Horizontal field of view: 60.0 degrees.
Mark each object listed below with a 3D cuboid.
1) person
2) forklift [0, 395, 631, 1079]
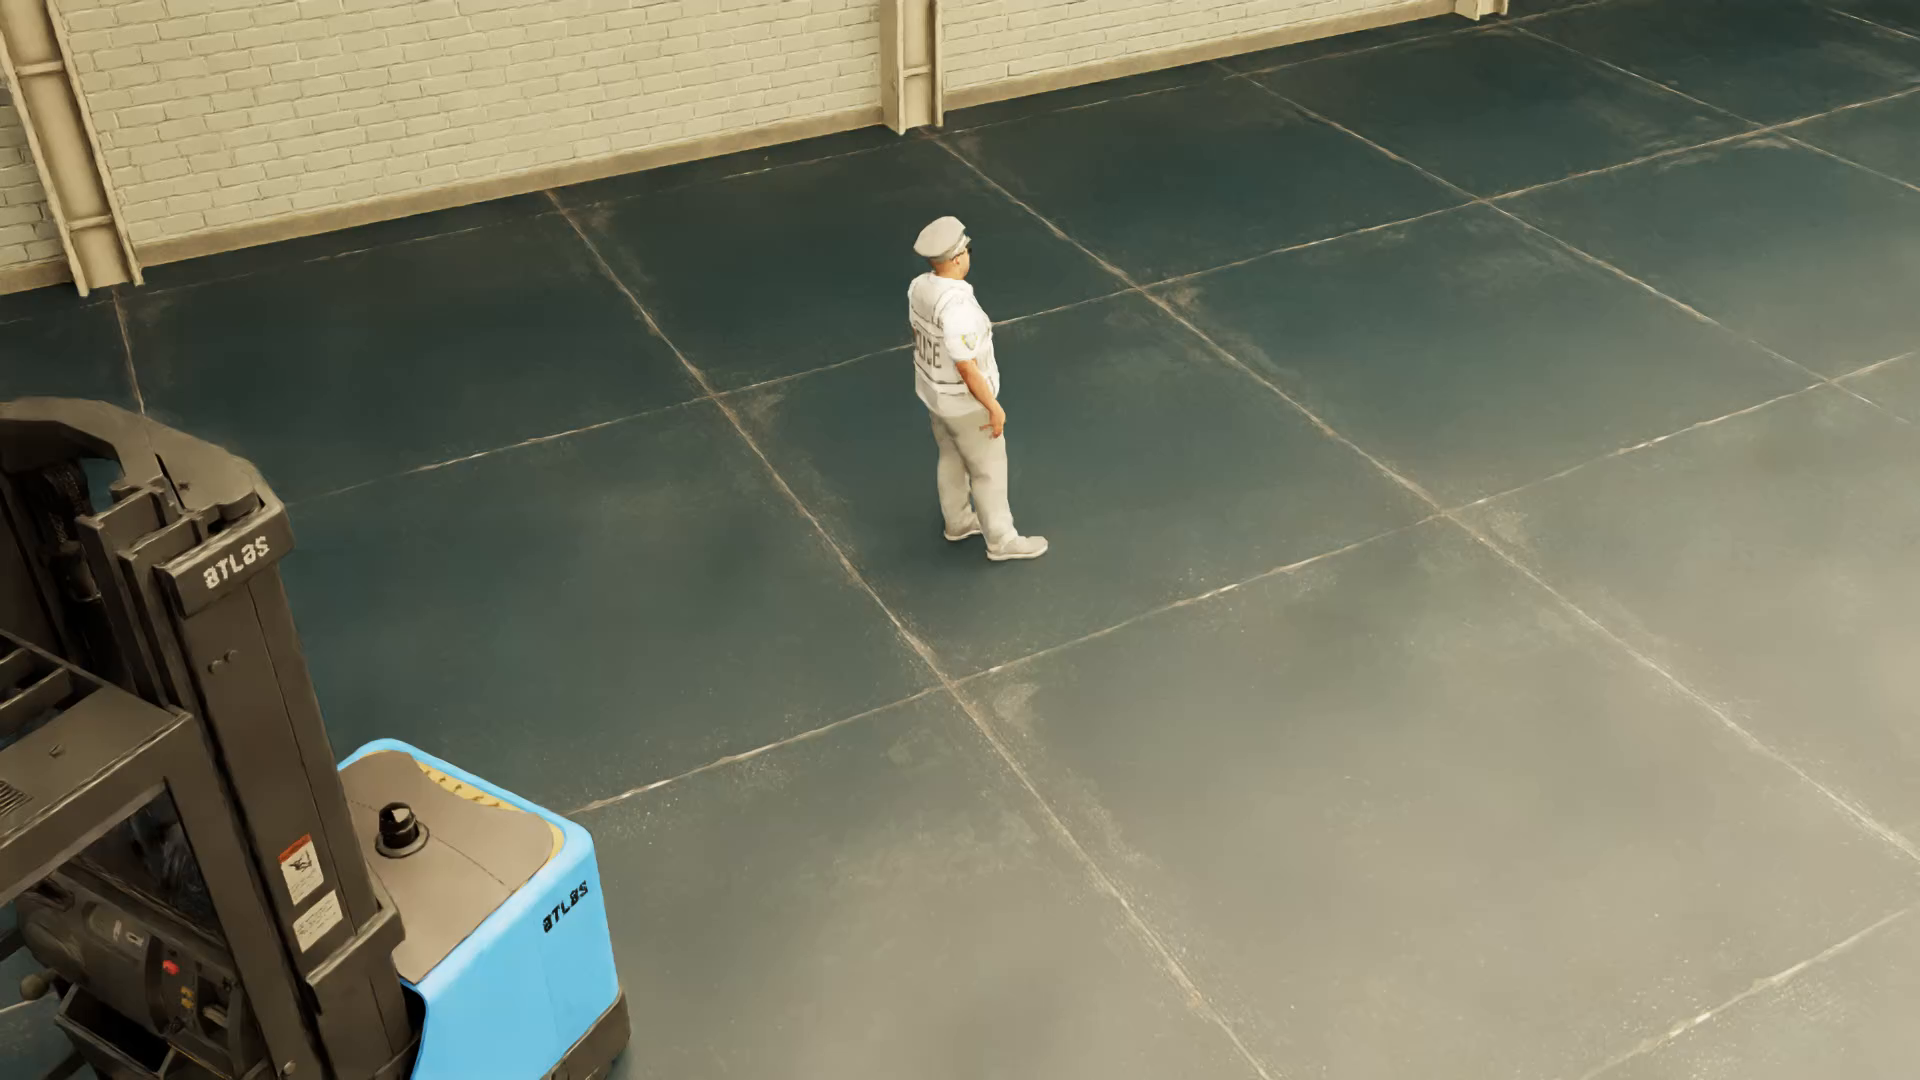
[{"bbox_3d":[0.074,-0.749,8.165,0.574,1.781,0.640,-17,39,-23],"label":"person"},{"bbox_3d":[-2.368,1.229,4.384,1.130,2.935,3.031,19,39,24],"label":"forklift"}]
